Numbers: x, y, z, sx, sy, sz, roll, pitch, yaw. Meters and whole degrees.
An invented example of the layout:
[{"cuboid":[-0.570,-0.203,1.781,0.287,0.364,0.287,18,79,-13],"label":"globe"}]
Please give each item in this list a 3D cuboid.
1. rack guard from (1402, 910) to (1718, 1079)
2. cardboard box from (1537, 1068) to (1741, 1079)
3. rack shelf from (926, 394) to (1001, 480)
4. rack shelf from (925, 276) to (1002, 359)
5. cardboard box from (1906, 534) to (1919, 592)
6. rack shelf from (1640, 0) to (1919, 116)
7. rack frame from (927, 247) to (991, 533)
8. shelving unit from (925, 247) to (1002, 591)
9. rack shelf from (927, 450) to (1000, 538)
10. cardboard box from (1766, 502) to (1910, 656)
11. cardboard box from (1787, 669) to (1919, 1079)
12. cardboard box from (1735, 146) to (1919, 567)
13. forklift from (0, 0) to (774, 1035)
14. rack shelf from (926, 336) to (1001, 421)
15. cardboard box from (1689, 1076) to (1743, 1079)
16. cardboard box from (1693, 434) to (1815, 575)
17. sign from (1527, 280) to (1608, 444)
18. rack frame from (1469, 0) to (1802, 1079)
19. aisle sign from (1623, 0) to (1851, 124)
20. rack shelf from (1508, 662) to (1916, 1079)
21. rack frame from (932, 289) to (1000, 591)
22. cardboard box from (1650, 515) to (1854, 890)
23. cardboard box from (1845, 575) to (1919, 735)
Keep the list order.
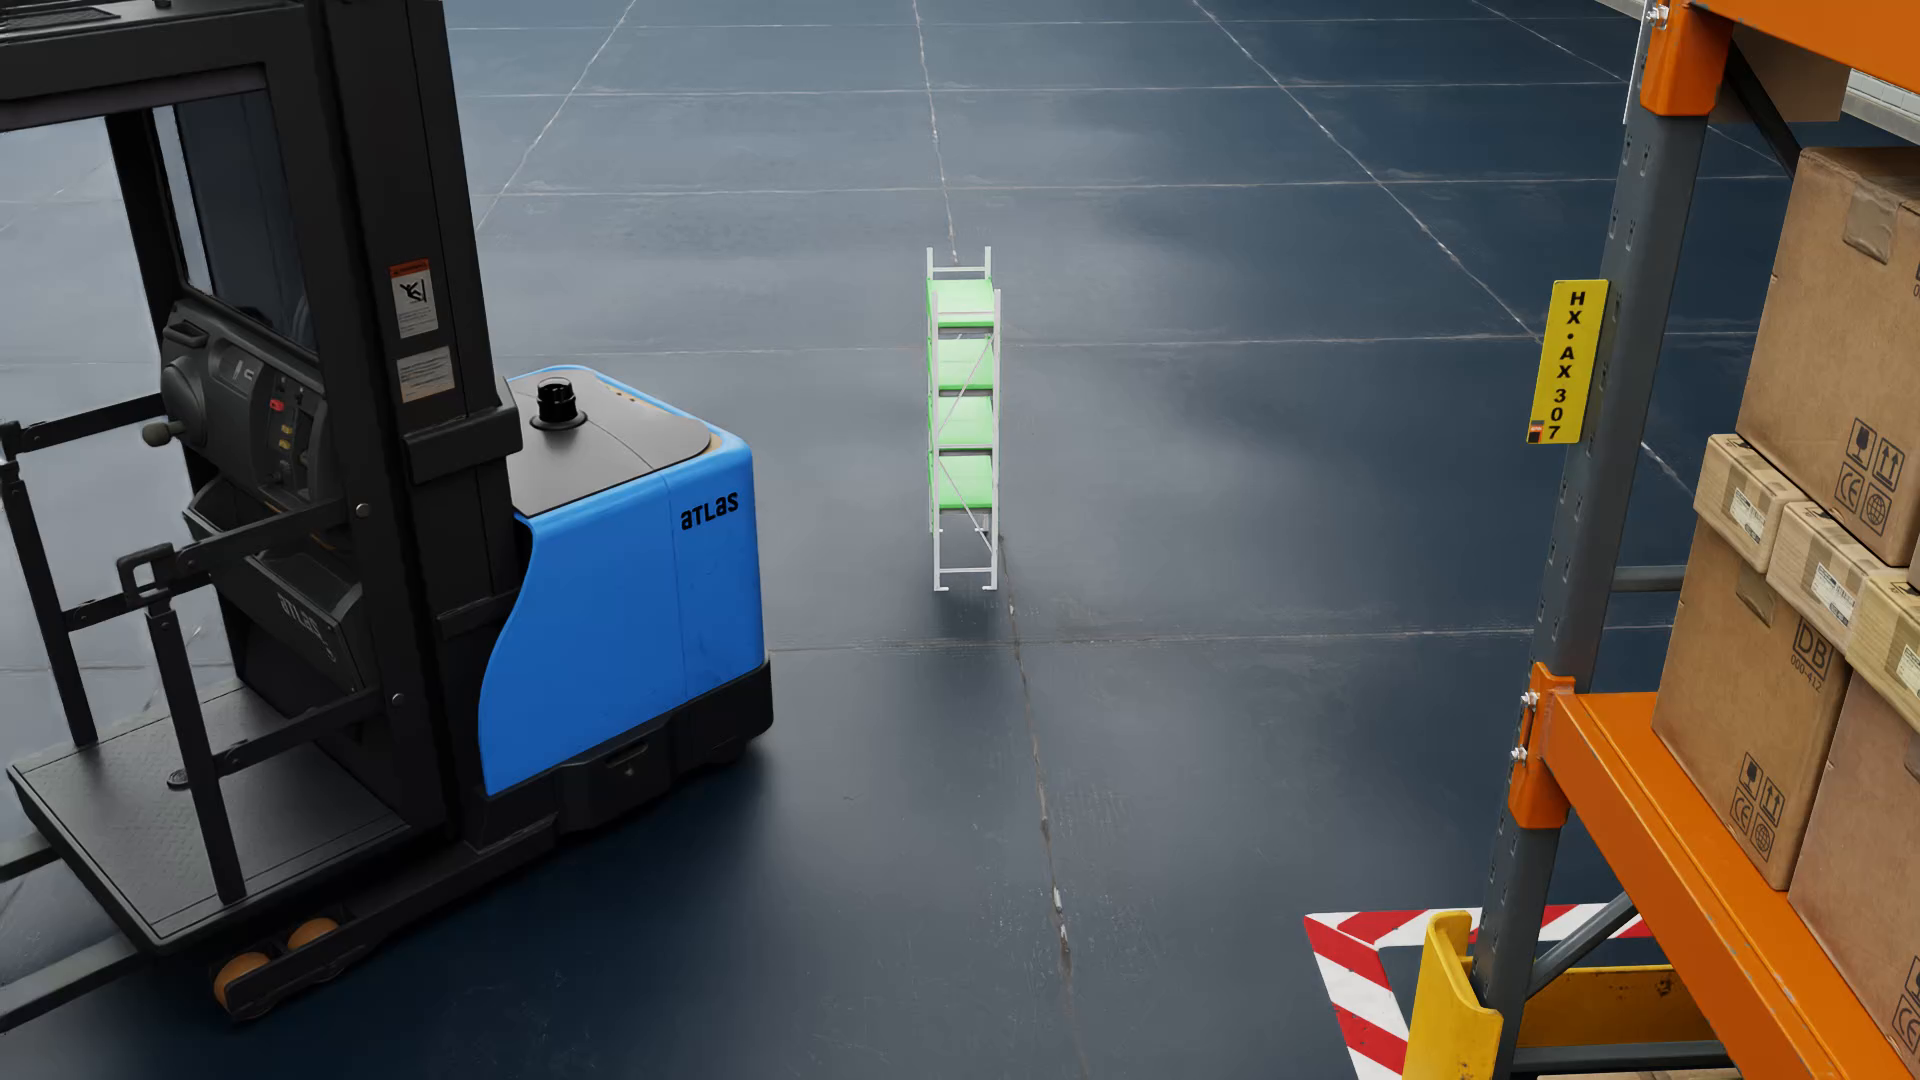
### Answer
[{"cuboid":[1.691,1.175,3.957,1.175,0.500,0.348,-1,28,-3],"label":"rack guard"},{"cuboid":[1.498,1.363,3.411,0.500,0.250,0.500,-1,28,-3],"label":"cardboard box"},{"cuboid":[0.009,-0.399,6.356,0.258,0.148,0.480,-1,28,-3],"label":"rack shelf"},{"cuboid":[0.009,-0.824,6.134,0.258,0.148,0.480,-1,28,-3],"label":"rack shelf"},{"cuboid":[1.740,-0.059,2.109,0.700,0.500,0.500,-2,28,-4],"label":"cardboard box"},{"cuboid":[1.797,-0.010,1.060,1.077,0.370,4.000,-1,28,-3],"label":"rack shelf"},{"cuboid":[-0.004,-0.568,6.542,0.240,1.200,0.015,-1,28,-3],"label":"rack frame"},{"cuboid":[0.009,-0.456,6.326,0.258,1.200,0.503,-1,28,-3],"label":"shelving unit"},{"cuboid":[0.009,-0.186,6.467,0.258,0.148,0.480,-1,28,-3],"label":"rack shelf"},{"cuboid":[1.514,0.054,2.594,0.380,0.149,0.250,-2,28,-4],"label":"cardboard box"},{"cuboid":[1.736,0.491,2.456,0.700,0.500,0.500,-1,28,-1],"label":"cardboard box"},{"cuboid":[1.707,-0.302,2.574,0.700,0.500,0.500,-1,28,-2],"label":"cardboard box"},{"cuboid":[-2.009,-0.318,4.191,1.130,2.935,3.031,25,36,39],"label":"forklift"},{"cuboid":[0.009,-0.612,6.245,0.258,0.148,0.480,-1,28,-3],"label":"rack shelf"},{"cuboid":[1.526,1.262,2.795,0.500,0.500,0.500,-1,28,-3],"label":"cardboard box"},{"cuboid":[1.498,-0.068,2.827,0.380,0.149,0.250,-2,28,-3],"label":"cardboard box"},{"cuboid":[1.138,-0.331,3.119,0.100,0.325,0.005,-1,28,-3],"label":"sign"},{"cuboid":[1.696,0.077,3.358,0.949,2.616,0.053,-1,28,-3],"label":"rack frame"},{"cuboid":[1.383,-1.098,2.801,0.394,0.787,0.004,-1,28,-3],"label":"aisle sign"},{"cuboid":[1.797,1.320,1.753,1.077,0.370,4.000,-1,28,-3],"label":"rack shelf"},{"cuboid":[0.021,-0.343,6.110,0.240,1.200,0.015,-1,28,-3],"label":"rack frame"},{"cuboid":[1.704,0.249,2.921,0.700,0.500,0.500,-1,28,-3],"label":"cardboard box"},{"cuboid":[1.526,0.169,2.373,0.380,0.149,0.250,-1,28,-2],"label":"cardboard box"}]
